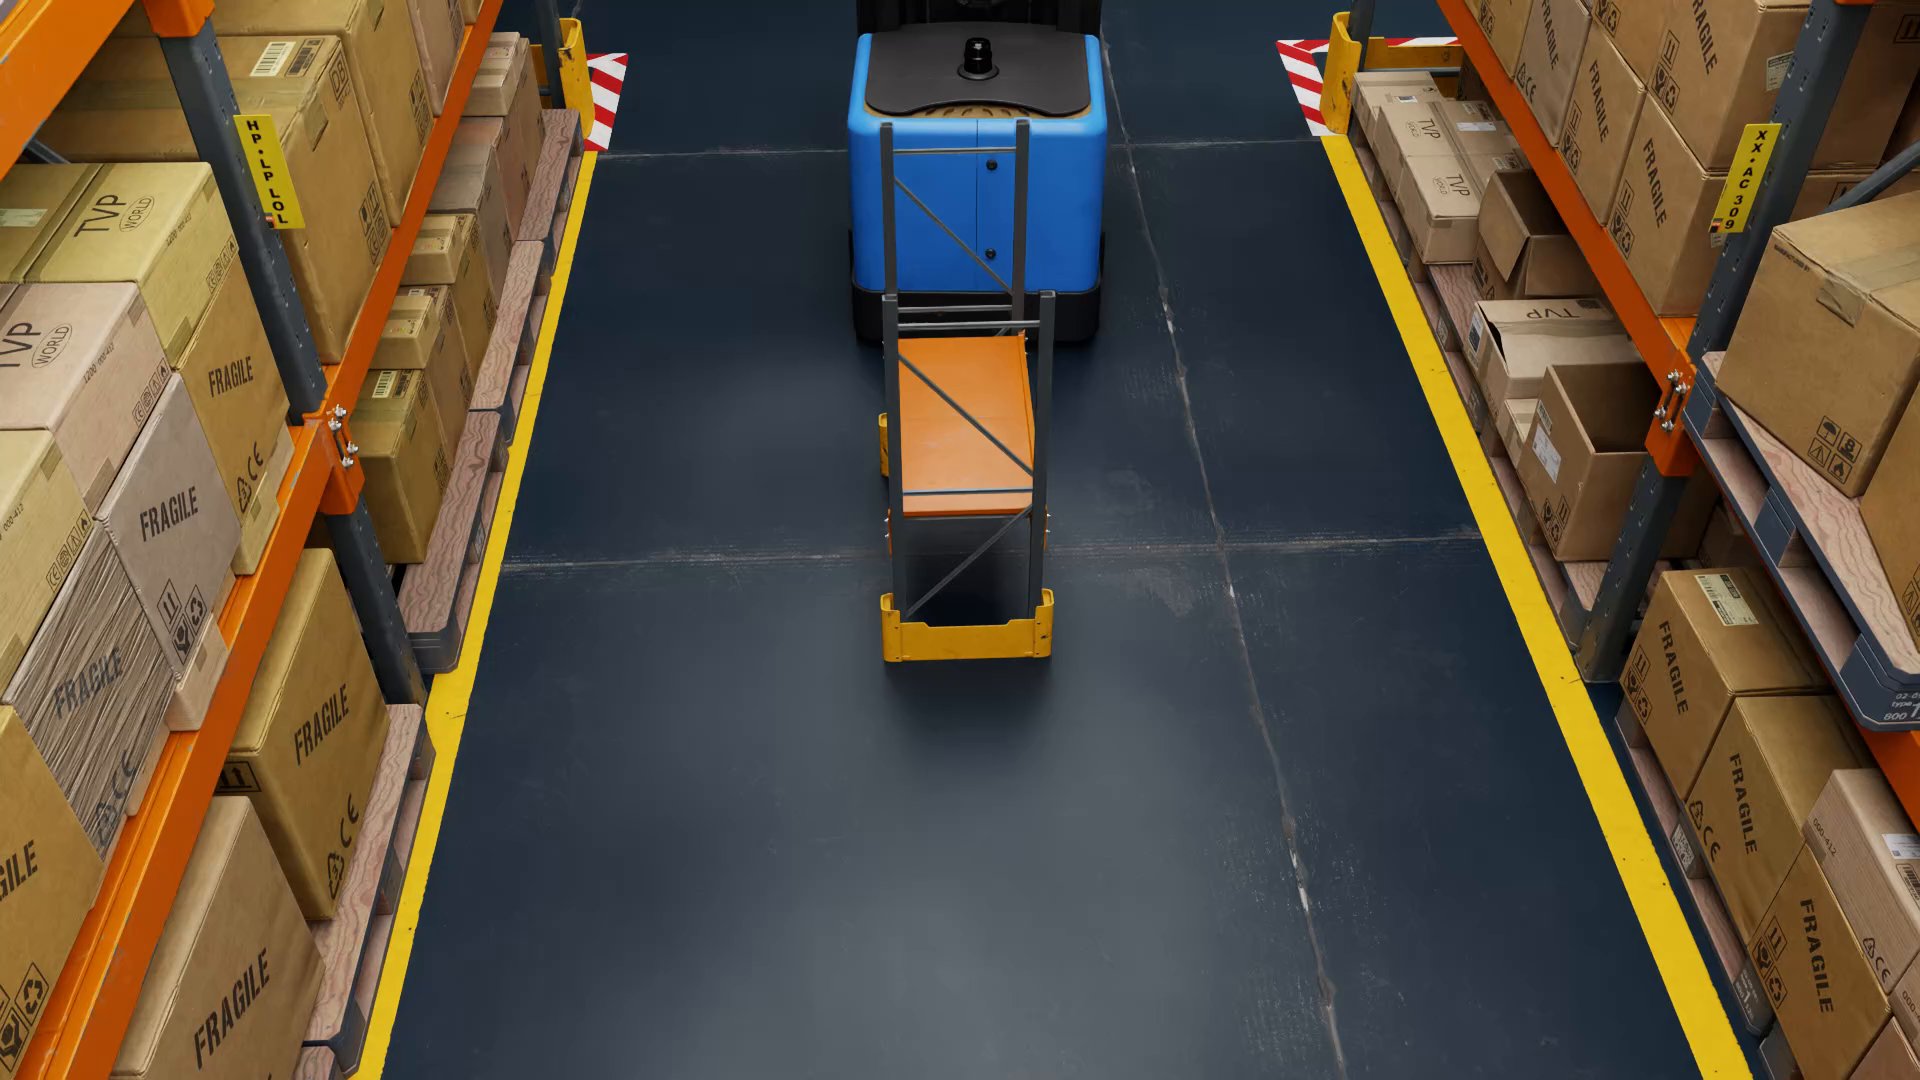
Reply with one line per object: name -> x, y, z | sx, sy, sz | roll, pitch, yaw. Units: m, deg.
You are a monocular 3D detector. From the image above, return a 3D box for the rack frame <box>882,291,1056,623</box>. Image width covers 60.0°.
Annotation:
rack frame -> 0.025, -0.152, 5.306 | 0.500, 1.500, 0.032 | -2, 43, -2

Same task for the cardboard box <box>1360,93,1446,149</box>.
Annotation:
cardboard box -> 2.154, -2.021, 8.006 | 0.380, 0.166, 0.250 | -2, 43, -2

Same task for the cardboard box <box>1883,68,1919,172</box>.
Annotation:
cardboard box -> 2.900, -1.395, 4.738 | 0.500, 0.500, 0.500 | -1, 43, -1

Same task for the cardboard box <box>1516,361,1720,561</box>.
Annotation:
cardboard box -> 2.331, -0.281, 5.861 | 0.500, 0.500, 0.500 | -2, 43, -2

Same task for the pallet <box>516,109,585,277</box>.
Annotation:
pallet -> -2.368, -1.654, 7.898 | 1.003, 0.211, 1.213 | -2, 43, -2

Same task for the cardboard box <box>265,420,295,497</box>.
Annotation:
cardboard box -> -2.013, -0.214, 4.434 | 0.380, 0.149, 0.250 | -1, 43, -1

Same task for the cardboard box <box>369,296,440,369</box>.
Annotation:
cardboard box -> -2.072, -0.736, 5.892 | 0.380, 0.149, 0.250 | 0, 43, 0

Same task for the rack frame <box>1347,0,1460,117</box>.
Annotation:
rack frame -> 2.469, -3.364, 7.700 | 1.000, 3.000, 0.127 | -2, 43, -2

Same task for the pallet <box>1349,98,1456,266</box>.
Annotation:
pallet -> 2.507, -1.747, 8.000 | 1.003, 0.211, 1.213 | -2, 43, -2

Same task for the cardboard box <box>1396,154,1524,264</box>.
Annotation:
cardboard box -> 2.251, -1.462, 7.335 | 0.500, 0.250, 0.500 | -2, 43, -2

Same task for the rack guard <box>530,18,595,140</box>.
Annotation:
rack guard -> -2.481, -2.314, 8.405 | 1.175, 0.500, 0.348 | -2, 43, -2

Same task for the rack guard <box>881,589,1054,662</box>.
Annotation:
rack guard -> 0.024, 0.296, 5.743 | 0.587, 0.250, 0.087 | -2, 43, -2

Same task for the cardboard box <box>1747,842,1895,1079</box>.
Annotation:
cardboard box -> 2.463, 1.126, 4.326 | 0.500, 0.500, 0.500 | -1, 43, -1

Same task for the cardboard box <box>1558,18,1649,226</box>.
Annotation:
cardboard box -> 2.338, -1.379, 5.460 | 0.500, 0.500, 0.500 | -1, 43, -1

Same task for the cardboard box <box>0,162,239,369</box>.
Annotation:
cardboard box -> -2.035, -0.641, 3.866 | 0.500, 0.250, 0.500 | -1, 43, -1

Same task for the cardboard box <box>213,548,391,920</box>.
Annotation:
cardboard box -> -2.153, 0.554, 4.706 | 0.750, 0.750, 0.750 | -1, 43, -1

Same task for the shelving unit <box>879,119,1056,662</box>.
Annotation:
shelving unit -> 0.003, -0.501, 5.687 | 0.587, 1.500, 1.083 | -2, 43, -2

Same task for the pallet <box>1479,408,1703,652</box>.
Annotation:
pallet -> 2.610, -0.099, 6.202 | 1.003, 0.211, 1.213 | -2, 43, -2

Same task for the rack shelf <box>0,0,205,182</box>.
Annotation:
rack shelf -> -2.226, -0.009, 2.353 | 1.077, 0.370, 4.000 | -2, 43, -2

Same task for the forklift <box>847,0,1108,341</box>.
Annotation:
forklift -> 0.087, -2.899, 7.244 | 1.130, 2.935, 3.031 | 1, 43, 1

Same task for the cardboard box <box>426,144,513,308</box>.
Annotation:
cardboard box -> -2.307, -1.306, 6.994 | 0.700, 0.500, 0.500 | -3, 43, -3

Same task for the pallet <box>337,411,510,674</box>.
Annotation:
pallet -> -2.265, -0.007, 6.101 | 1.003, 0.211, 1.213 | -2, 43, -2

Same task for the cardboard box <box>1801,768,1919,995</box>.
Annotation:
cardboard box -> 2.458, 0.828, 4.096 | 0.500, 0.250, 0.500 | -2, 43, -2

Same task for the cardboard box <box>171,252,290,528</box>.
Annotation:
cardboard box -> -2.039, -0.369, 4.123 | 0.500, 0.500, 0.500 | -2, 43, -2

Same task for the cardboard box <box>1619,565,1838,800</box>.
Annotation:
cardboard box -> 2.416, 0.429, 5.086 | 0.500, 0.500, 0.500 | -3, 43, -4

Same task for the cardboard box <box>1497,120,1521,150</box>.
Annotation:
cardboard box -> 2.665, -1.846, 7.815 | 0.380, 0.166, 0.250 | -2, 43, -2

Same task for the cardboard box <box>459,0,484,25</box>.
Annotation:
cardboard box -> -2.407, -2.495, 6.530 | 0.980, 0.700, 0.700 | -2, 43, -2

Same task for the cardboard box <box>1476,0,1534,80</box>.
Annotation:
cardboard box -> 2.289, -2.069, 6.214 | 0.500, 0.500, 0.500 | -1, 43, -1

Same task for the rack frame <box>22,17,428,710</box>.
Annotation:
rack frame -> -2.310, -0.519, 4.596 | 1.000, 3.000, 0.127 | -2, 43, -2

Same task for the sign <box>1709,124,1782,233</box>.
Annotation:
sign -> 2.097, -0.962, 4.439 | 0.100, 0.325, 0.005 | -2, 43, -2

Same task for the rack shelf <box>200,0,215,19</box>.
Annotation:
rack shelf -> -2.395, -2.710, 5.299 | 1.077, 0.370, 4.000 | -2, 43, -2

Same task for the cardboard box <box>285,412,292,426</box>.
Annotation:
cardboard box -> -2.432, -0.396, 5.521 | 0.380, 0.149, 0.250 | -2, 43, -2

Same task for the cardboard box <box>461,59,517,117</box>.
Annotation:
cardboard box -> -2.152, -1.968, 7.236 | 0.380, 0.149, 0.250 | -1, 43, -1

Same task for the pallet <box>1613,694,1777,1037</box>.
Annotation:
pallet -> 2.711, 0.912, 5.099 | 1.003, 0.211, 1.213 | -2, 43, -2

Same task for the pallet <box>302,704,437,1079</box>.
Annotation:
pallet -> -2.202, 1.028, 4.973 | 1.003, 0.211, 1.213 | -2, 43, -2

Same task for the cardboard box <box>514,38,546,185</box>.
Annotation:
cardboard box -> -2.351, -1.983, 7.733 | 0.700, 0.500, 0.500 | -2, 43, -2

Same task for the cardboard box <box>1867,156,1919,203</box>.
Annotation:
cardboard box -> 2.889, -1.053, 5.104 | 0.500, 0.500, 0.500 | -1, 43, -1

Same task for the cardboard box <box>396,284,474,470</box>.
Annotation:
cardboard box -> -2.258, -0.599, 6.223 | 0.700, 0.500, 0.500 | -2, 43, -2

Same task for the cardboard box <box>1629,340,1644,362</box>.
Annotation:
cardboard box -> 2.790, -0.655, 6.516 | 0.380, 0.166, 0.250 | -2, 43, -2

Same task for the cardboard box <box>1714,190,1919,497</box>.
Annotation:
cardboard box -> 2.435, -0.529, 4.223 | 0.700, 0.500, 0.500 | -15, 45, -16

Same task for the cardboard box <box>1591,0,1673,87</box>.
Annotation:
cardboard box -> 2.334, -1.749, 5.124 | 0.500, 0.500, 0.500 | -2, 43, -3

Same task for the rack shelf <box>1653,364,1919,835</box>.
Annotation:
rack shelf -> 2.724, 0.952, 3.524 | 1.077, 0.370, 4.000 | -2, 43, -2

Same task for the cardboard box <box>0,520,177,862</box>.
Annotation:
cardboard box -> -1.995, 0.315, 3.378 | 0.500, 0.500, 0.500 | -2, 43, -2

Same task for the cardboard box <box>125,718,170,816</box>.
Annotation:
cardboard box -> -1.999, 0.476, 3.682 | 0.380, 0.149, 0.250 | -2, 43, -2

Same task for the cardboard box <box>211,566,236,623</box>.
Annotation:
cardboard box -> -2.013, 0.132, 4.057 | 0.380, 0.149, 0.250 | 0, 43, 0

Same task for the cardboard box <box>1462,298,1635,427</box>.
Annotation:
cardboard box -> 2.299, -0.718, 6.477 | 0.500, 0.311, 0.500 | -2, 43, -2

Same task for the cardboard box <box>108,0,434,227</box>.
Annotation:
cardboard box -> -2.343, -1.489, 5.433 | 0.980, 0.700, 0.700 | -3, 43, -3
